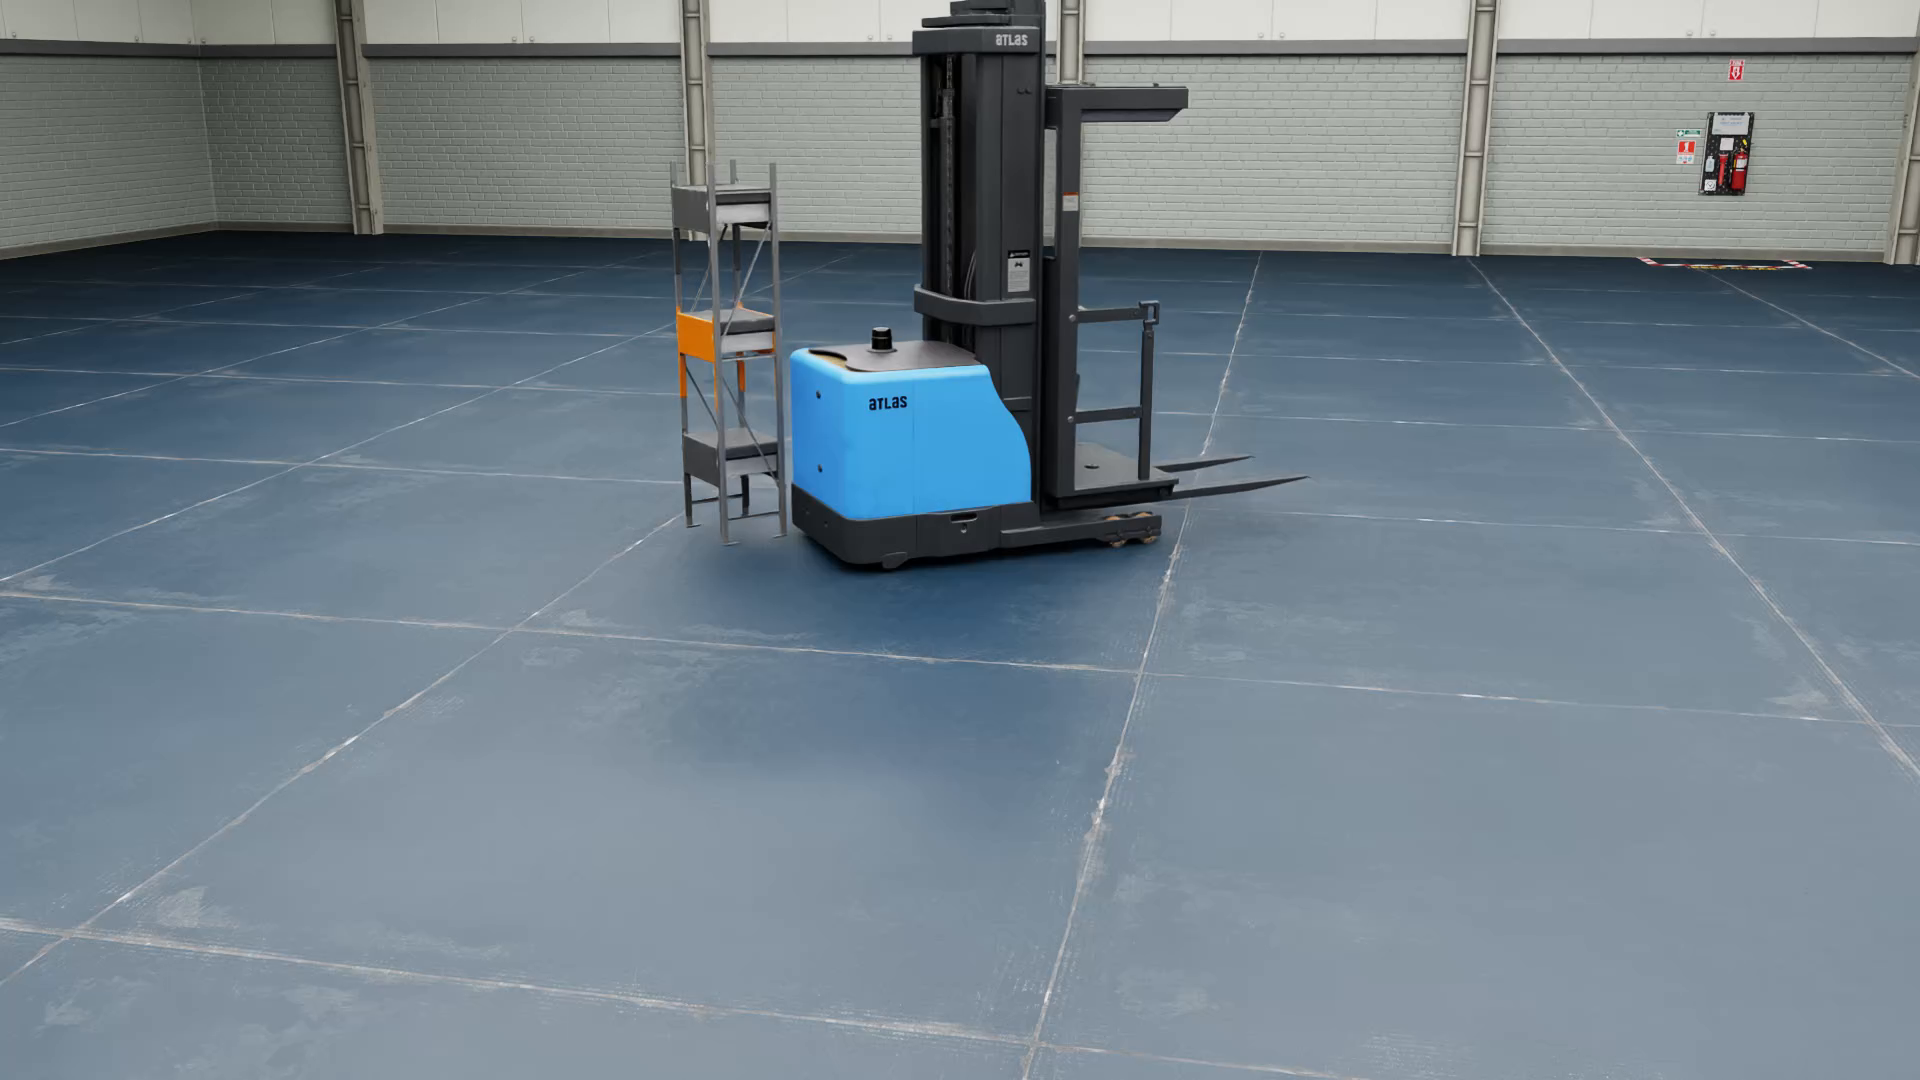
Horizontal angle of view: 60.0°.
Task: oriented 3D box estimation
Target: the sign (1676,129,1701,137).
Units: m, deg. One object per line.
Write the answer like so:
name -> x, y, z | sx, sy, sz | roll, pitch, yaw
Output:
sign -> 10.510, -5.865, 23.985 | 0.331, 0.109, 0.001 | 3, 16, 11

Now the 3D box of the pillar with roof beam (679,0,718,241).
pillar with roof beam -> -5.054, -8.119, 21.946 | 0.400, 9.000, 9.100 | 3, 16, 11

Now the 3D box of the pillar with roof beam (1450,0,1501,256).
pillar with roof beam -> 6.706, -7.481, 19.641 | 0.400, 9.000, 9.100 | 3, 16, 11

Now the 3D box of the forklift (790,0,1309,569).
forklift -> 0.592, -1.499, 9.413 | 3.031, 2.935, 1.130 | -7, 17, -23

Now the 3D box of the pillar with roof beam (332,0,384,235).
pillar with roof beam -> -10.933, -8.438, 23.098 | 0.400, 9.000, 9.100 | 3, 16, 11

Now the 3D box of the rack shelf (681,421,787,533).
rack shelf -> -1.301, -0.370, 9.569 | 0.431, 0.518, 0.480 | -10, 18, -32

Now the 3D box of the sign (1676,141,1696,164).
sign -> 10.508, -5.612, 24.065 | 0.234, 0.329, 0.001 | 3, 16, 11

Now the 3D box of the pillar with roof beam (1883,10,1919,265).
pillar with roof beam -> 12.585, -7.162, 18.489 | 0.400, 9.000, 9.100 | 3, 16, 11

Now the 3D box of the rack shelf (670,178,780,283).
rack shelf -> -1.301, -1.720, 9.195 | 0.431, 0.518, 0.480 | -10, 18, -32

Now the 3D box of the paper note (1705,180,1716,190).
paper note -> 10.869, -5.141, 24.083 | 0.142, 0.148, 0.016 | 3, 16, 11

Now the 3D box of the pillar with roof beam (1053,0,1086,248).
pillar with roof beam -> 0.826, -7.800, 20.793 | 0.400, 9.000, 9.100 | 3, 16, 11

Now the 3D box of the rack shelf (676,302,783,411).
rack shelf -> -1.301, -1.045, 9.382 | 0.431, 0.518, 0.480 | -10, 18, -32

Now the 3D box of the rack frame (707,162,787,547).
rack frame -> -1.167, -1.004, 9.182 | 0.400, 2.100, 0.015 | -10, 18, -32

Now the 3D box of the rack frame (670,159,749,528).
rack frame -> -1.435, -1.113, 9.575 | 0.400, 2.100, 0.015 | -10, 18, -32

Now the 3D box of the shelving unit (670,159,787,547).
shelving unit -> -1.301, -1.058, 9.379 | 0.431, 2.100, 0.503 | -10, 18, -32

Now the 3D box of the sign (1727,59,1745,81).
sign -> 11.041, -6.682, 23.652 | 0.199, 0.298, 0.001 | 3, 16, 11

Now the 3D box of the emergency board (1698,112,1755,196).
emergency board -> 11.029, -5.538, 23.866 | 0.643, 1.169, 0.194 | 3, 16, 11
